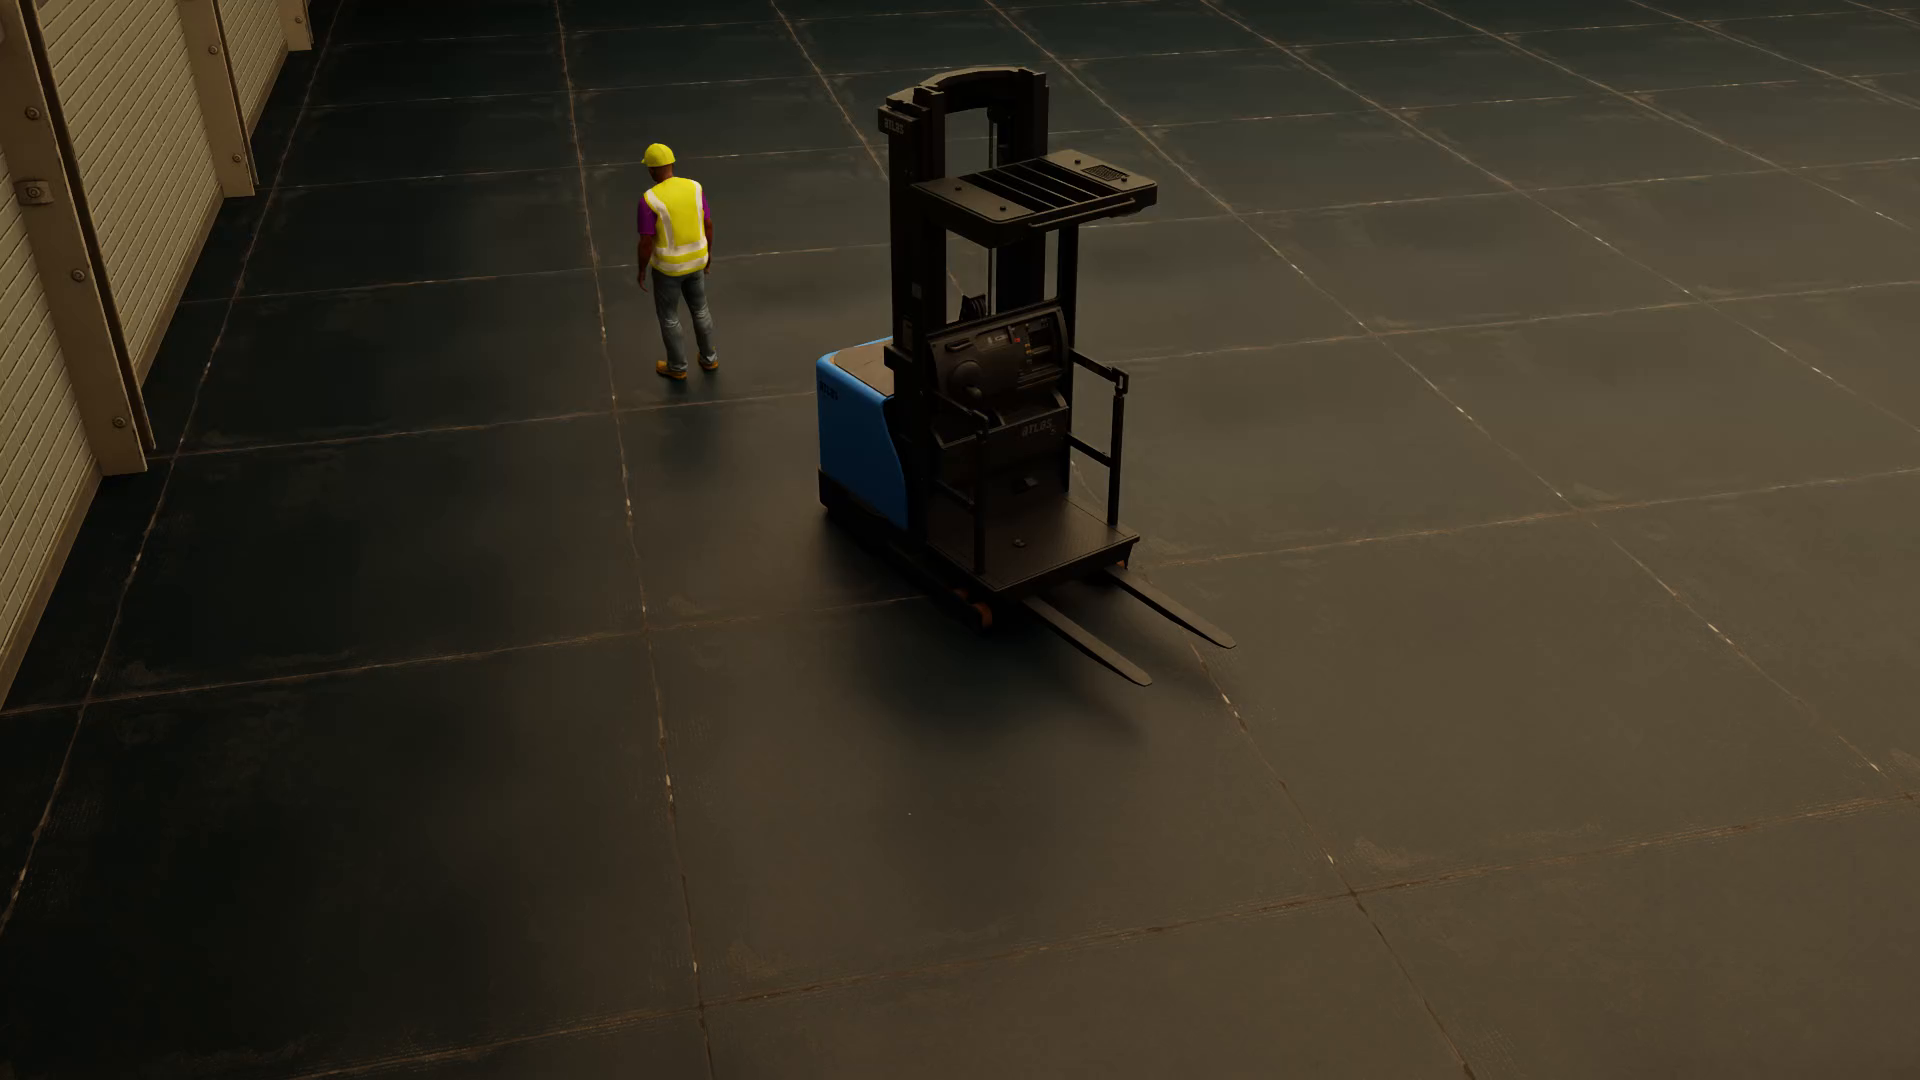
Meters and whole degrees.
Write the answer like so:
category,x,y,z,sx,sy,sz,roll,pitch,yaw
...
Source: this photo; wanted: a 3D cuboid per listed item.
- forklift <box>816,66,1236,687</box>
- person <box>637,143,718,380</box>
category,x,y,z,sx,sy,sz,roll,pitch,yaw
forklift,0.355,-1.021,9.338,1.130,2.935,3.031,-20,35,-30
person,-2.103,-2.057,12.299,0.636,1.761,0.454,-23,37,-34
